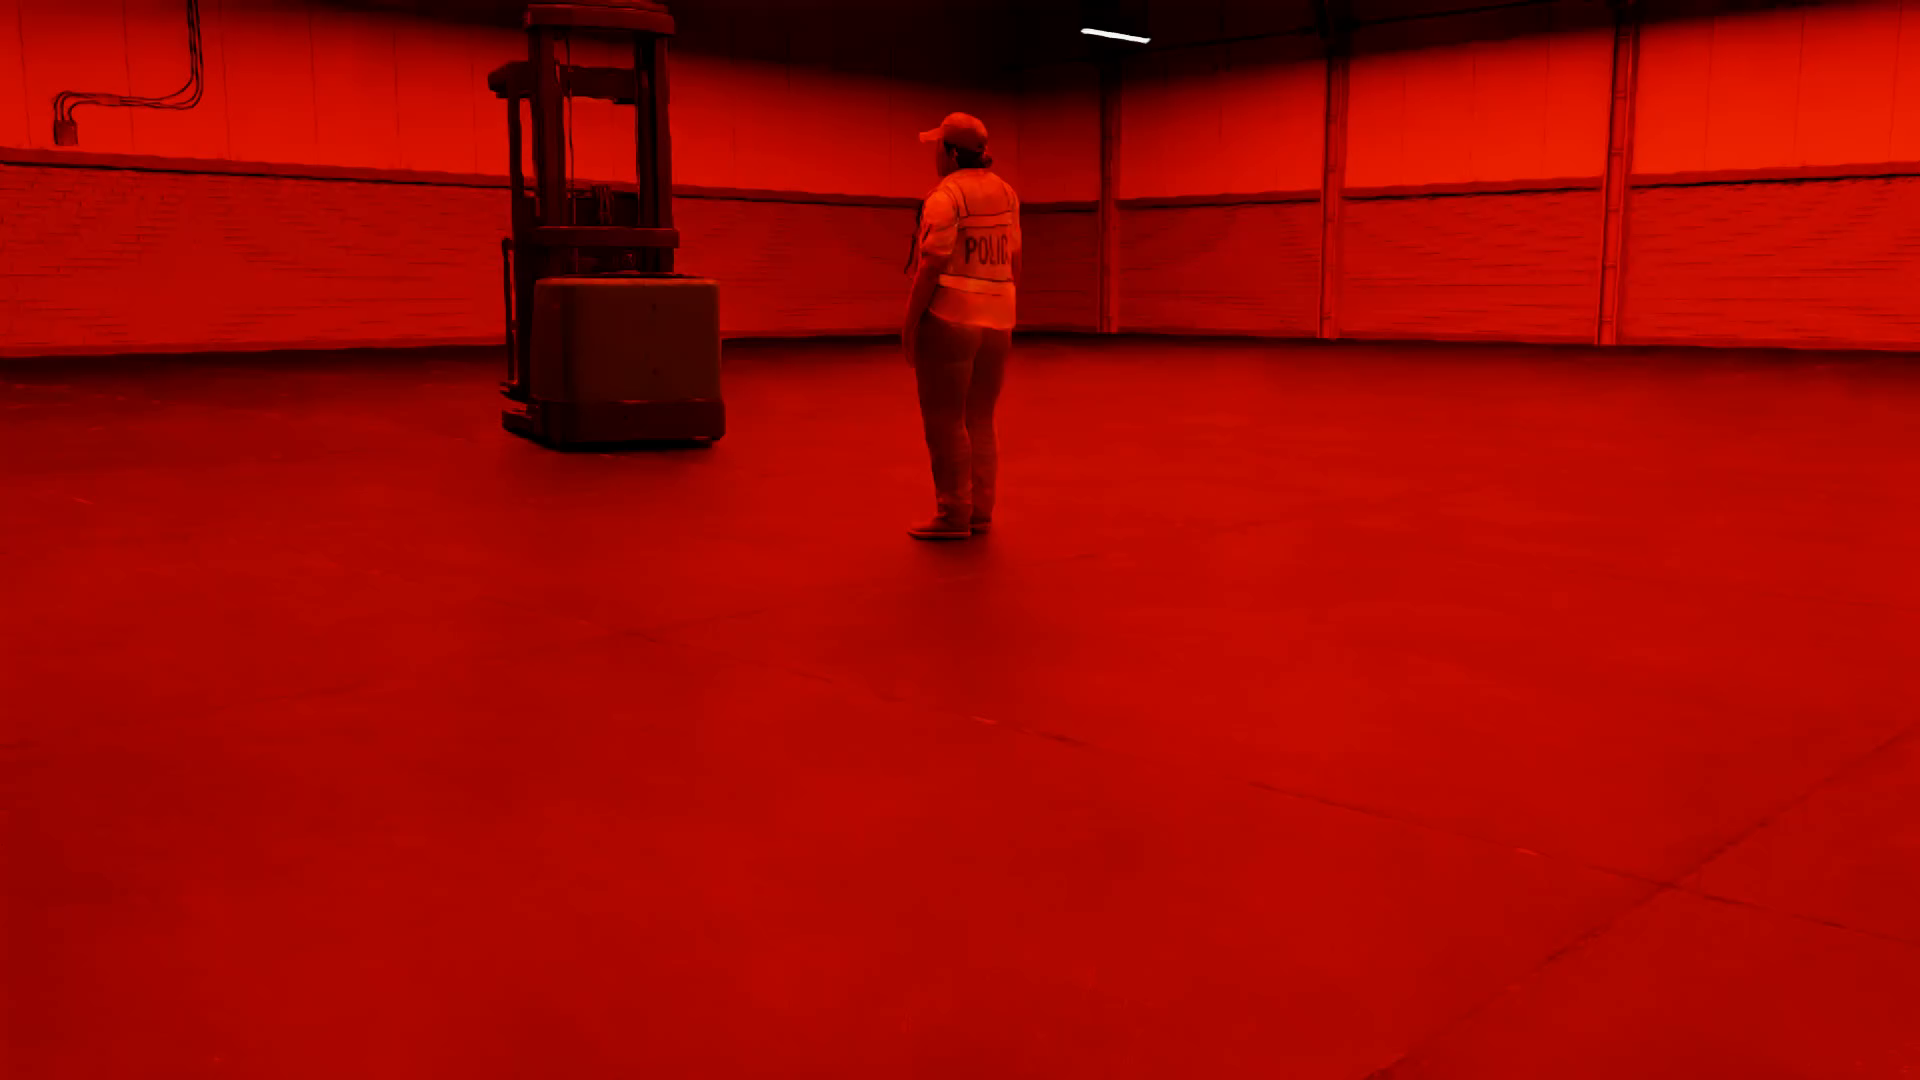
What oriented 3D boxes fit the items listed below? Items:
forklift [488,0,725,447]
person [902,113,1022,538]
[{"bbox_3d":[-2.617,-2.216,11.589,1.130,2.935,3.031,-4,10,-26],"label":"forklift"},{"bbox_3d":[-0.039,-0.842,6.661,0.529,1.669,0.598,8,12,43],"label":"person"}]
